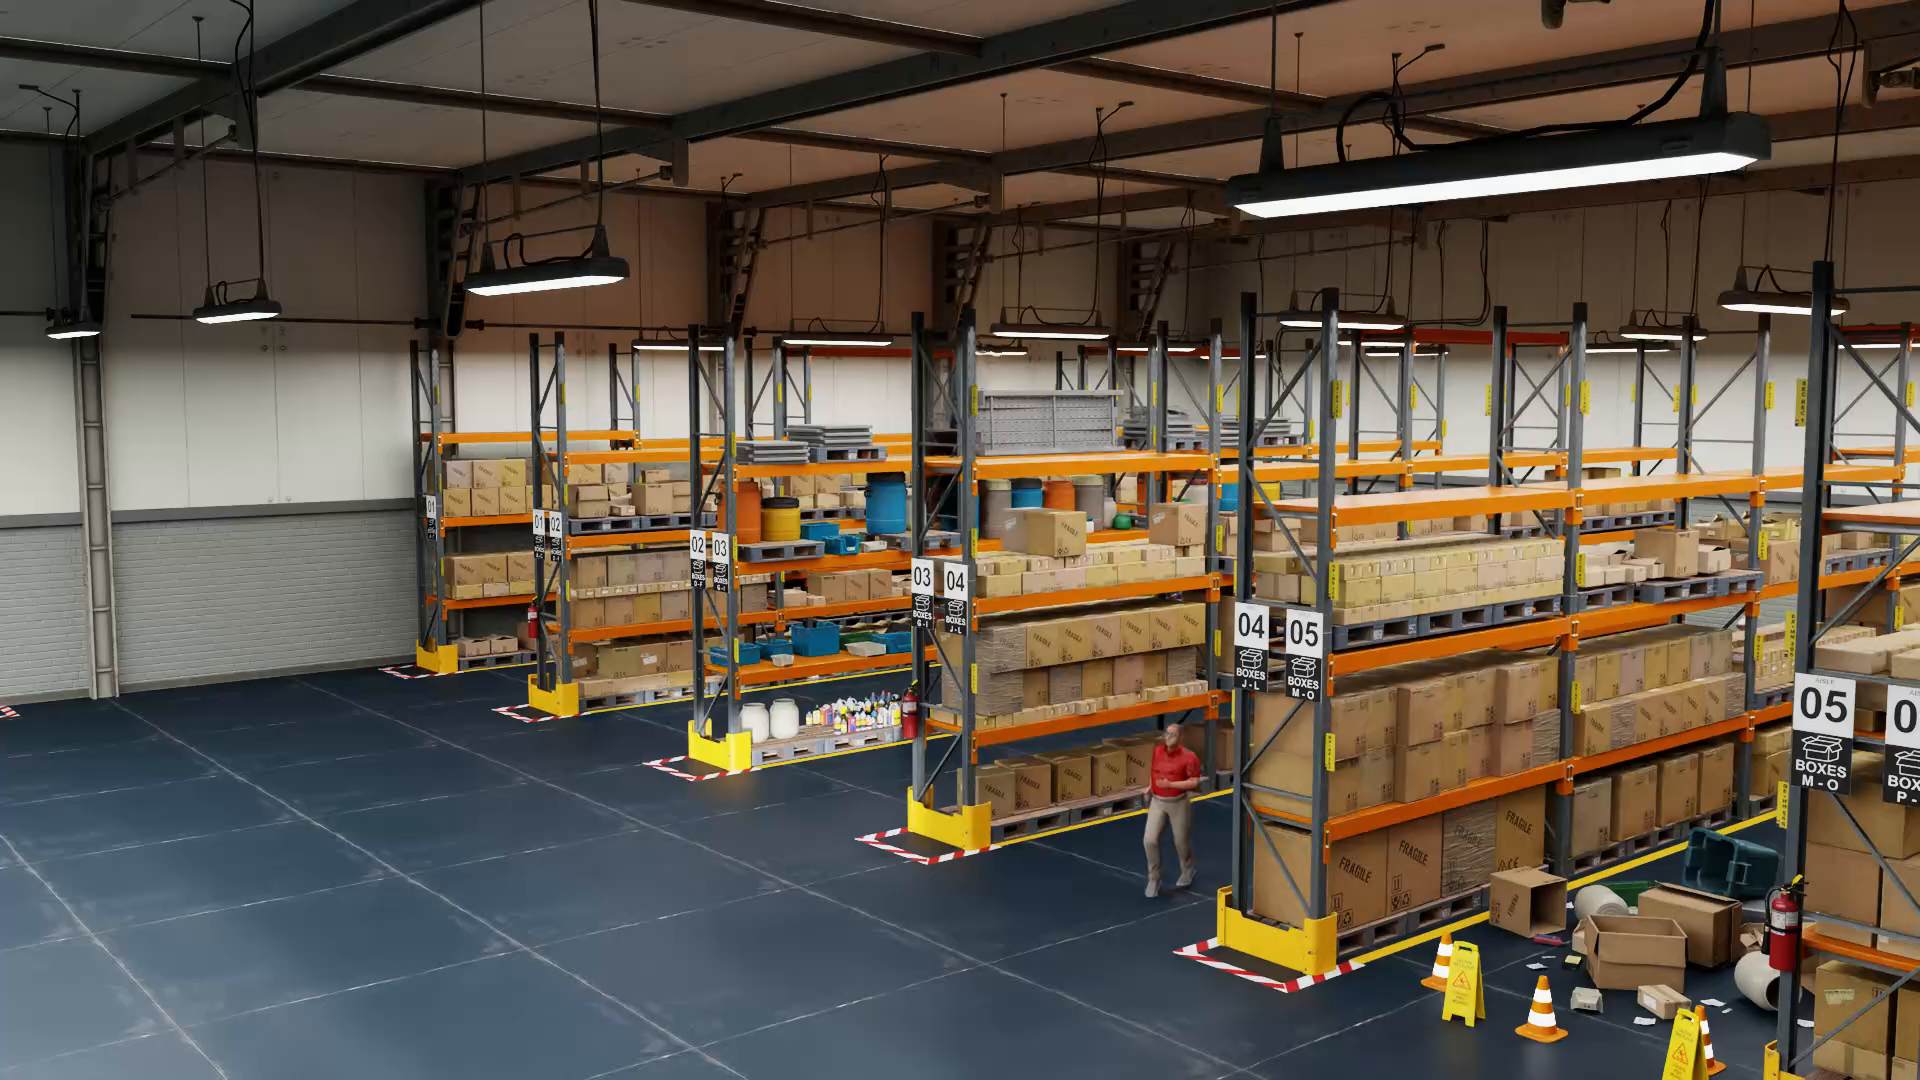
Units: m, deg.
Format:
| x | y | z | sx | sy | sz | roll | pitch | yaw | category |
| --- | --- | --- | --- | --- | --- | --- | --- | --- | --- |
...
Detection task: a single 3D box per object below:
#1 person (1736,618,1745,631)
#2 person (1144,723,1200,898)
| x | y | z | sx | sy | sz | roll | pitch | yaw | category |
| --- | --- | --- | --- | --- | --- | --- | --- | --- | --- |
| 11.506 | 2.029 | 24.425 | 0.879 | 1.765 | 0.692 | -5 | 7 | -44 | person |
| 2.147 | 2.748 | 16.935 | 0.635 | 1.789 | 0.782 | 3 | 6 | 30 | person |
